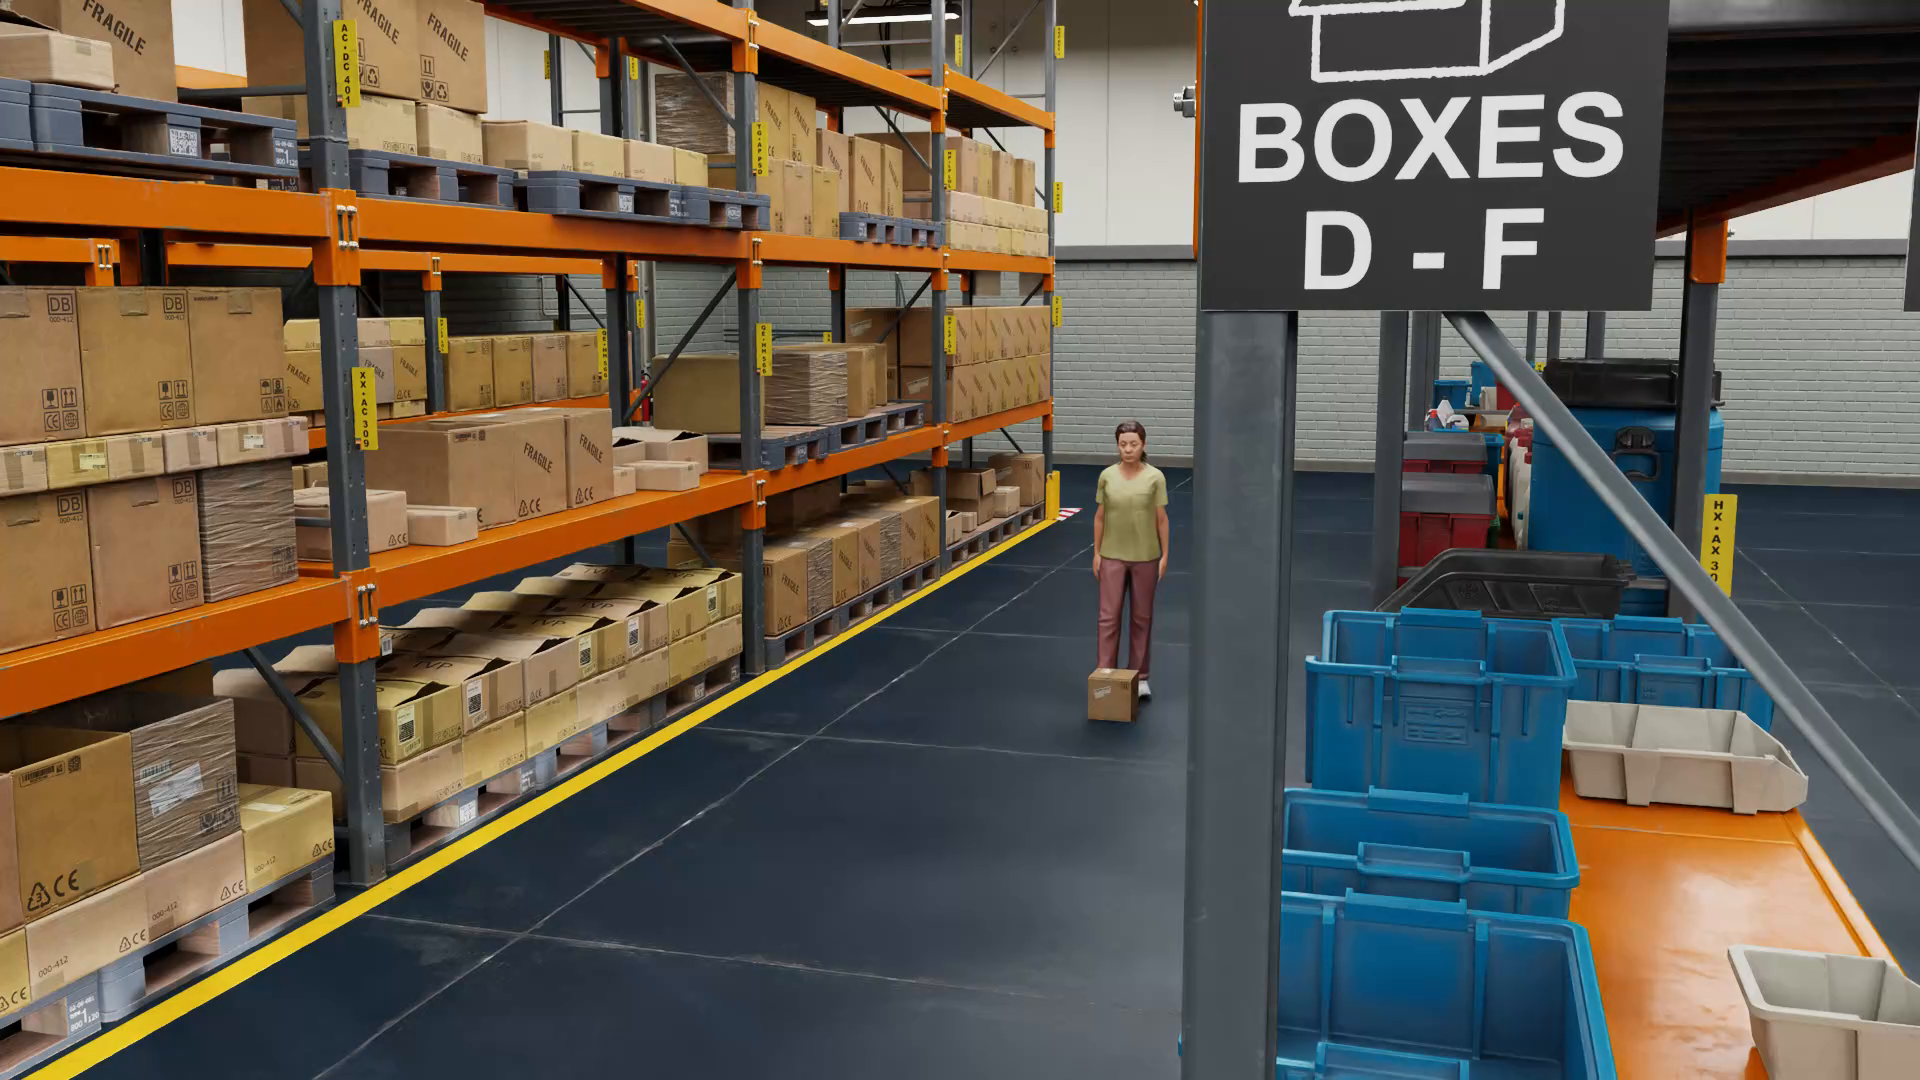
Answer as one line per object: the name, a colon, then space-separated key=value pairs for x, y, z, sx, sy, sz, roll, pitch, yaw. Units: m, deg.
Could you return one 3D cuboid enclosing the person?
person: x=1.011 y=0.120 z=9.955 sx=0.459 sy=1.677 sz=0.528 roll=2 pitch=9 yaw=16
